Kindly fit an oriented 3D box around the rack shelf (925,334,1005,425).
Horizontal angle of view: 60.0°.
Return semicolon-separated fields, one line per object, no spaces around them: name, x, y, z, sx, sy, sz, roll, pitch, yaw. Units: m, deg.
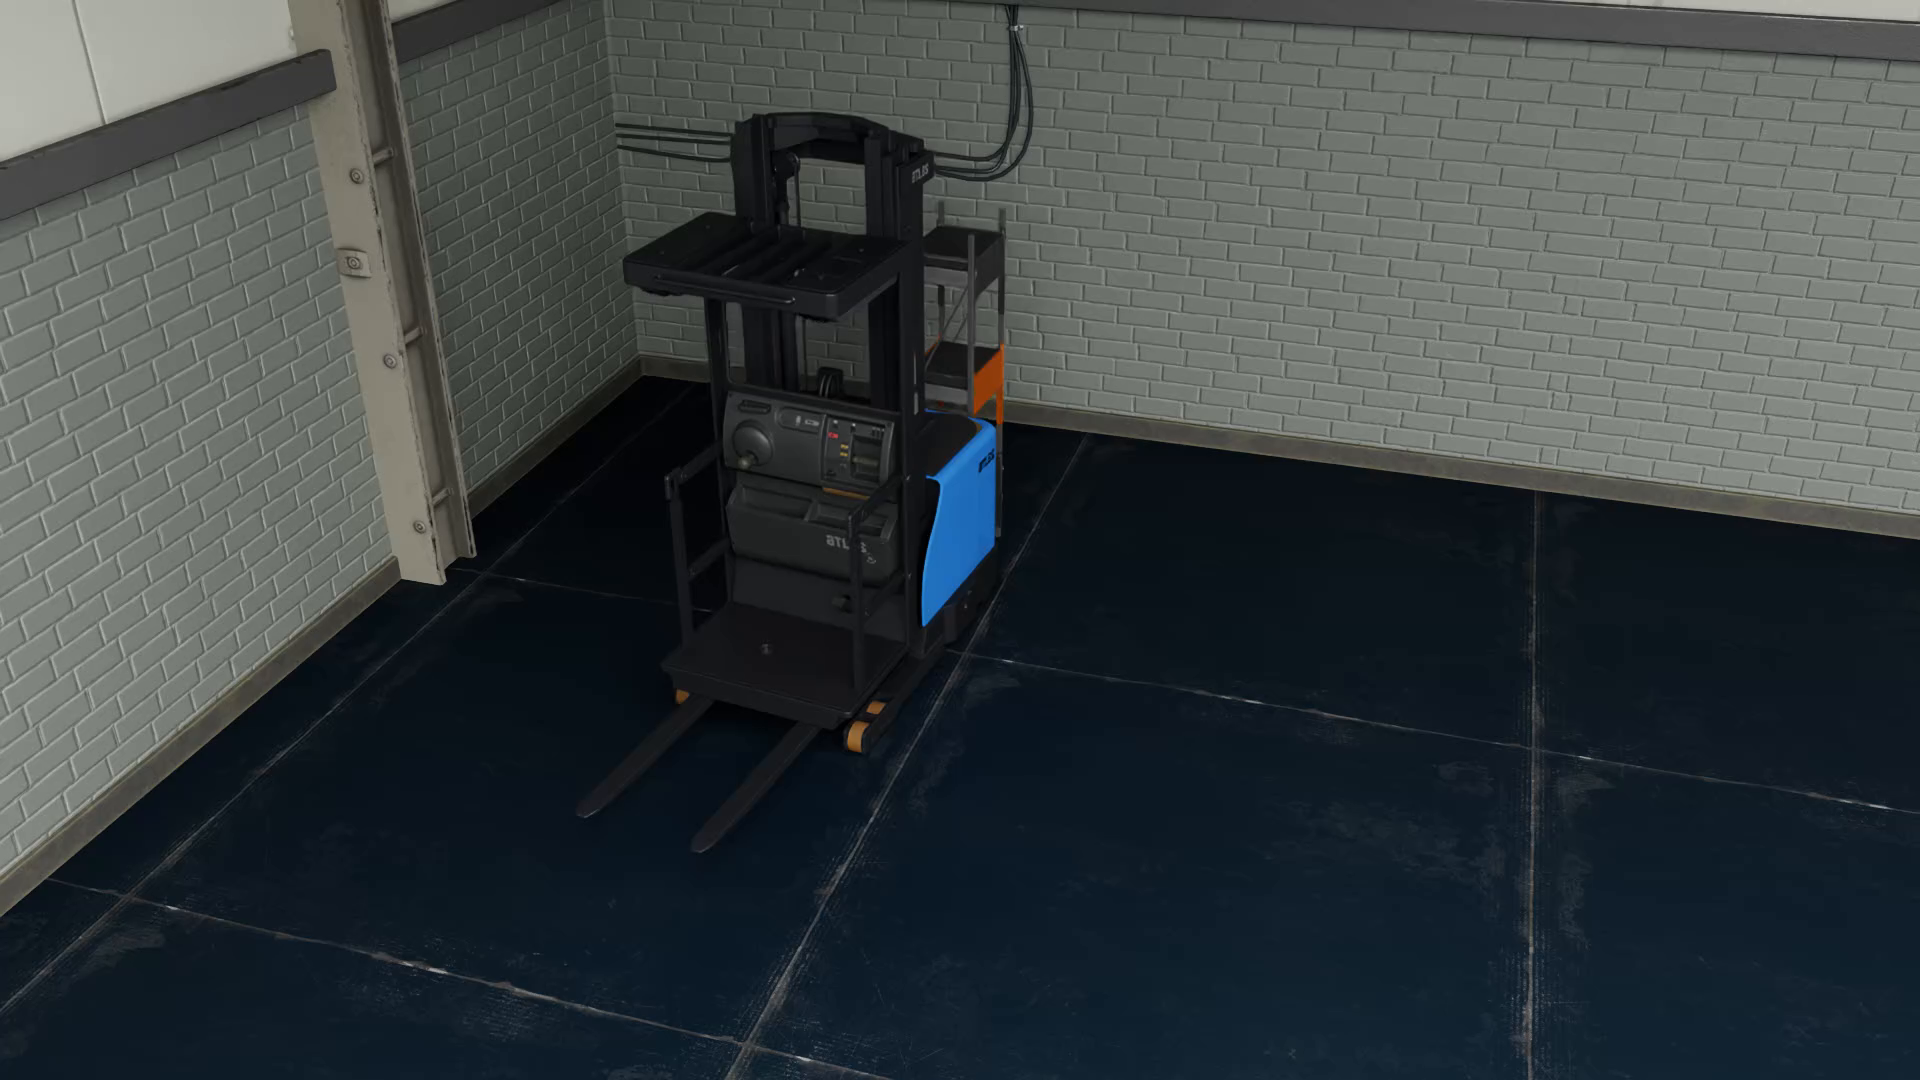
rack shelf;-0.022;-0.845;9.672;0.431;0.518;0.480;11;31;18

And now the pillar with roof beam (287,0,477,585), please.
pillar with roof beam;0.970;-3.164;6.717;9.100;9.000;0.400;8;30;15

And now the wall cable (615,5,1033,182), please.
wall cable;-1.017;-3.602;10.697;3.097;2.526;0.112;8;30;15

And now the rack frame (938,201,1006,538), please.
rack frame;0.066;-0.967;9.864;0.400;2.100;0.015;11;31;18

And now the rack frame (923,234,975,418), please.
rack frame;-0.110;-0.746;9.467;0.400;2.100;0.015;11;31;18

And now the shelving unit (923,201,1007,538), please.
shelving unit;-0.022;-0.857;9.666;0.431;2.100;0.503;11;31;18

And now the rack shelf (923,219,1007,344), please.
rack shelf;-0.022;-1.457;9.332;0.431;0.518;0.480;11;31;18

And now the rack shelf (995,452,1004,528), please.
rack shelf;-0.022;-0.233;10.013;0.431;0.518;0.480;11;31;18

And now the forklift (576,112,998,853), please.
forklift;-0.840;-0.444;8.069;1.130;2.935;3.031;12;31;21
